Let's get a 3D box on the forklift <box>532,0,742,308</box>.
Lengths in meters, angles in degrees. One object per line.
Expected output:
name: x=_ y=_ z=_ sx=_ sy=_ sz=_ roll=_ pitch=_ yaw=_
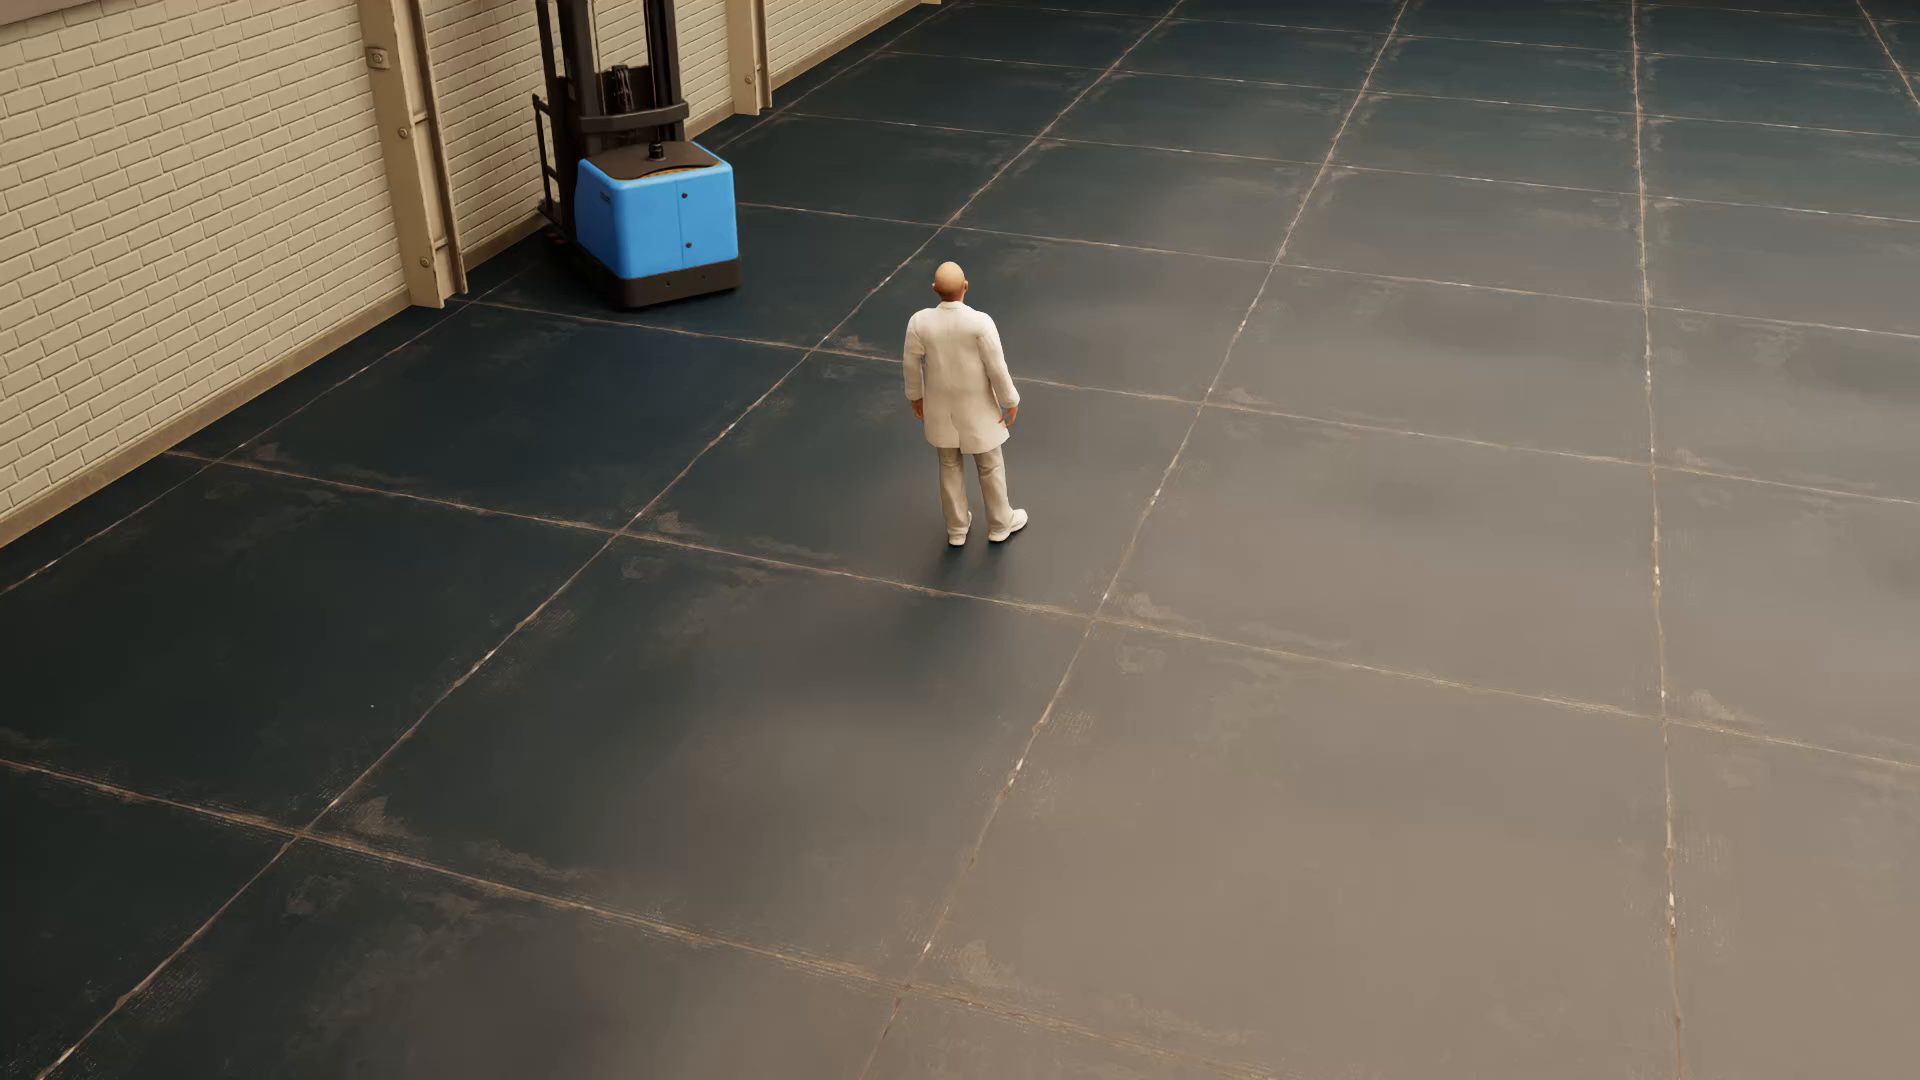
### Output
forklift: x=-2.974 y=-3.808 z=13.816 sx=1.130 sy=2.935 sz=3.031 roll=-16 pitch=34 yaw=-26

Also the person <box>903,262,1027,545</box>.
person: x=0.033 y=-0.821 z=9.726 sx=0.698 sy=1.777 sz=0.578 roll=10 pitch=31 yaw=16
